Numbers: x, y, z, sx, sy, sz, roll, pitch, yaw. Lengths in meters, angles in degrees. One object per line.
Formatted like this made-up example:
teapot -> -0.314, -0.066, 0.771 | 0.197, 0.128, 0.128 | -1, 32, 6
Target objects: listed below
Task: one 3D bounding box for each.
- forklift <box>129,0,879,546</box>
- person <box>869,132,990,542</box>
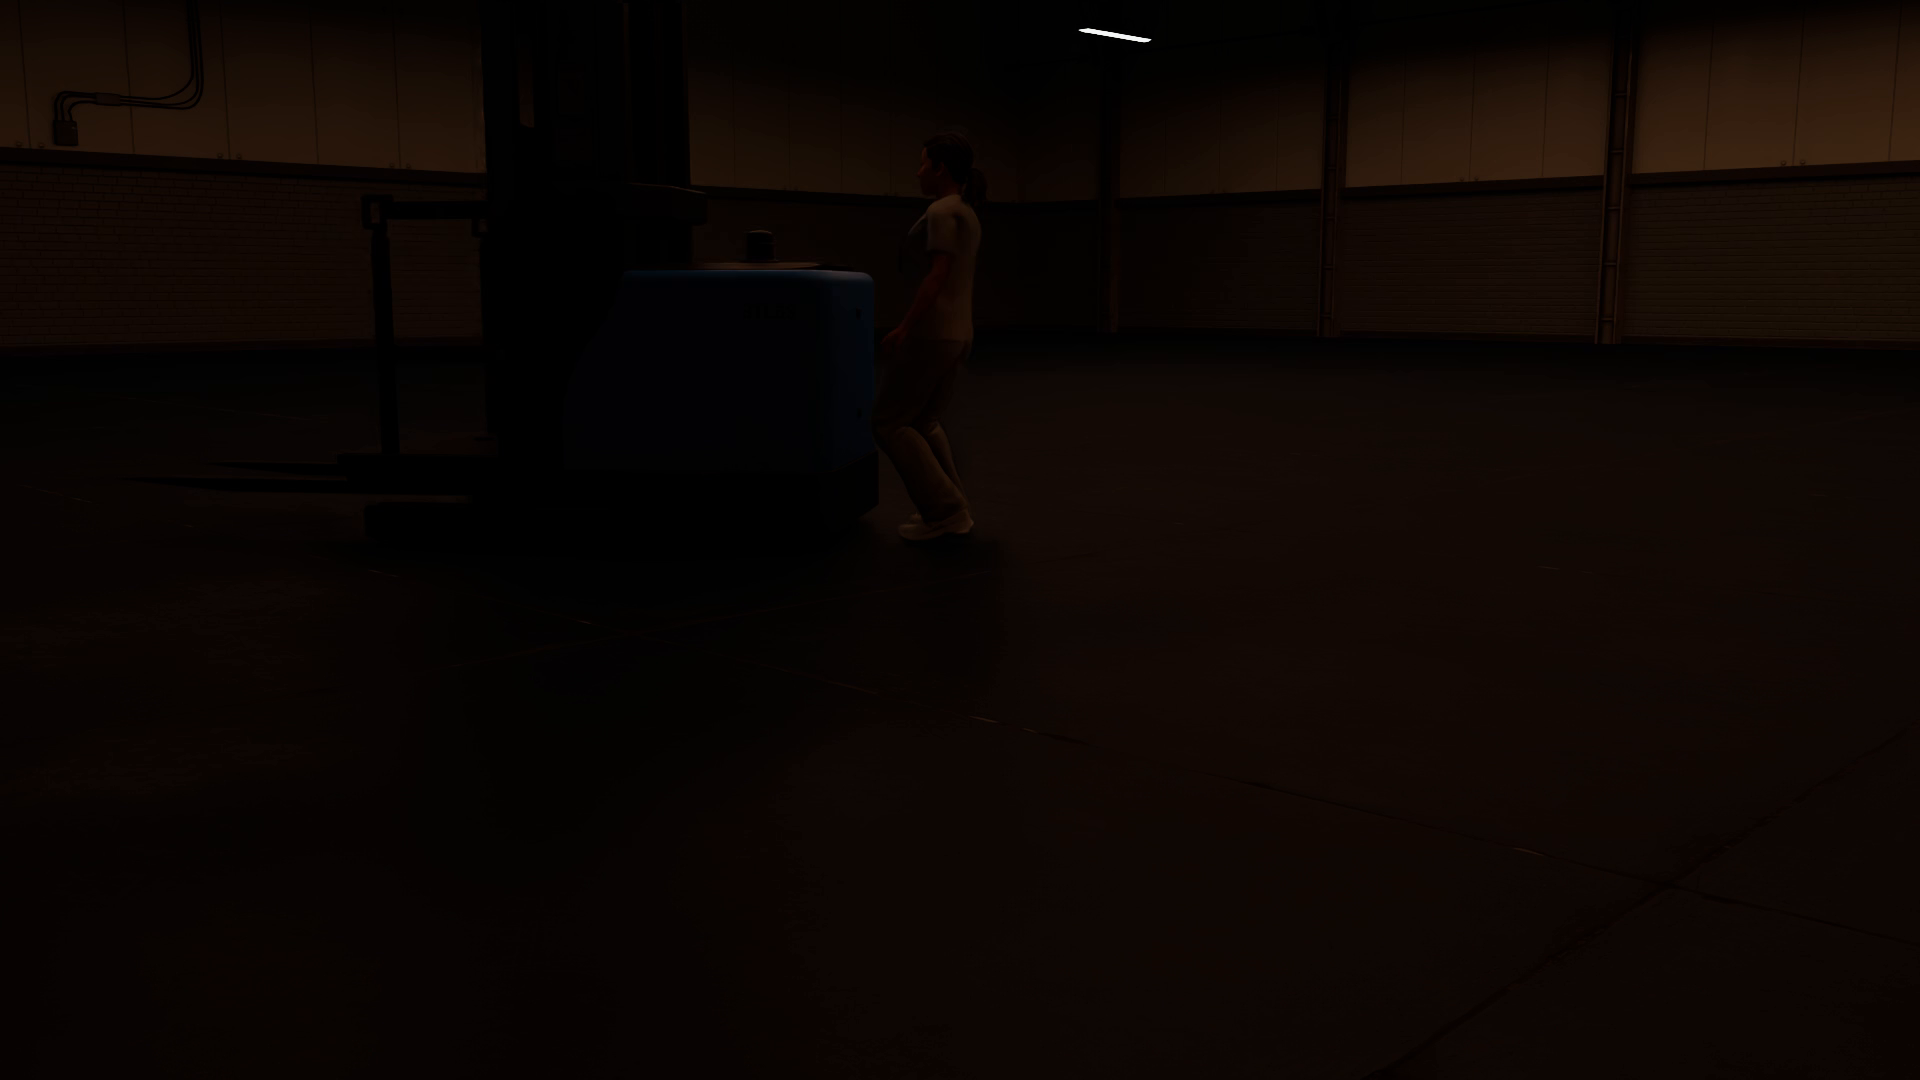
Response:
forklift -> -1.915, -1.502, 6.848 | 3.031, 2.935, 1.130 | 1, 9, 8
person -> -0.098, -0.797, 6.616 | 0.440, 1.613, 0.648 | 2, 9, 14
